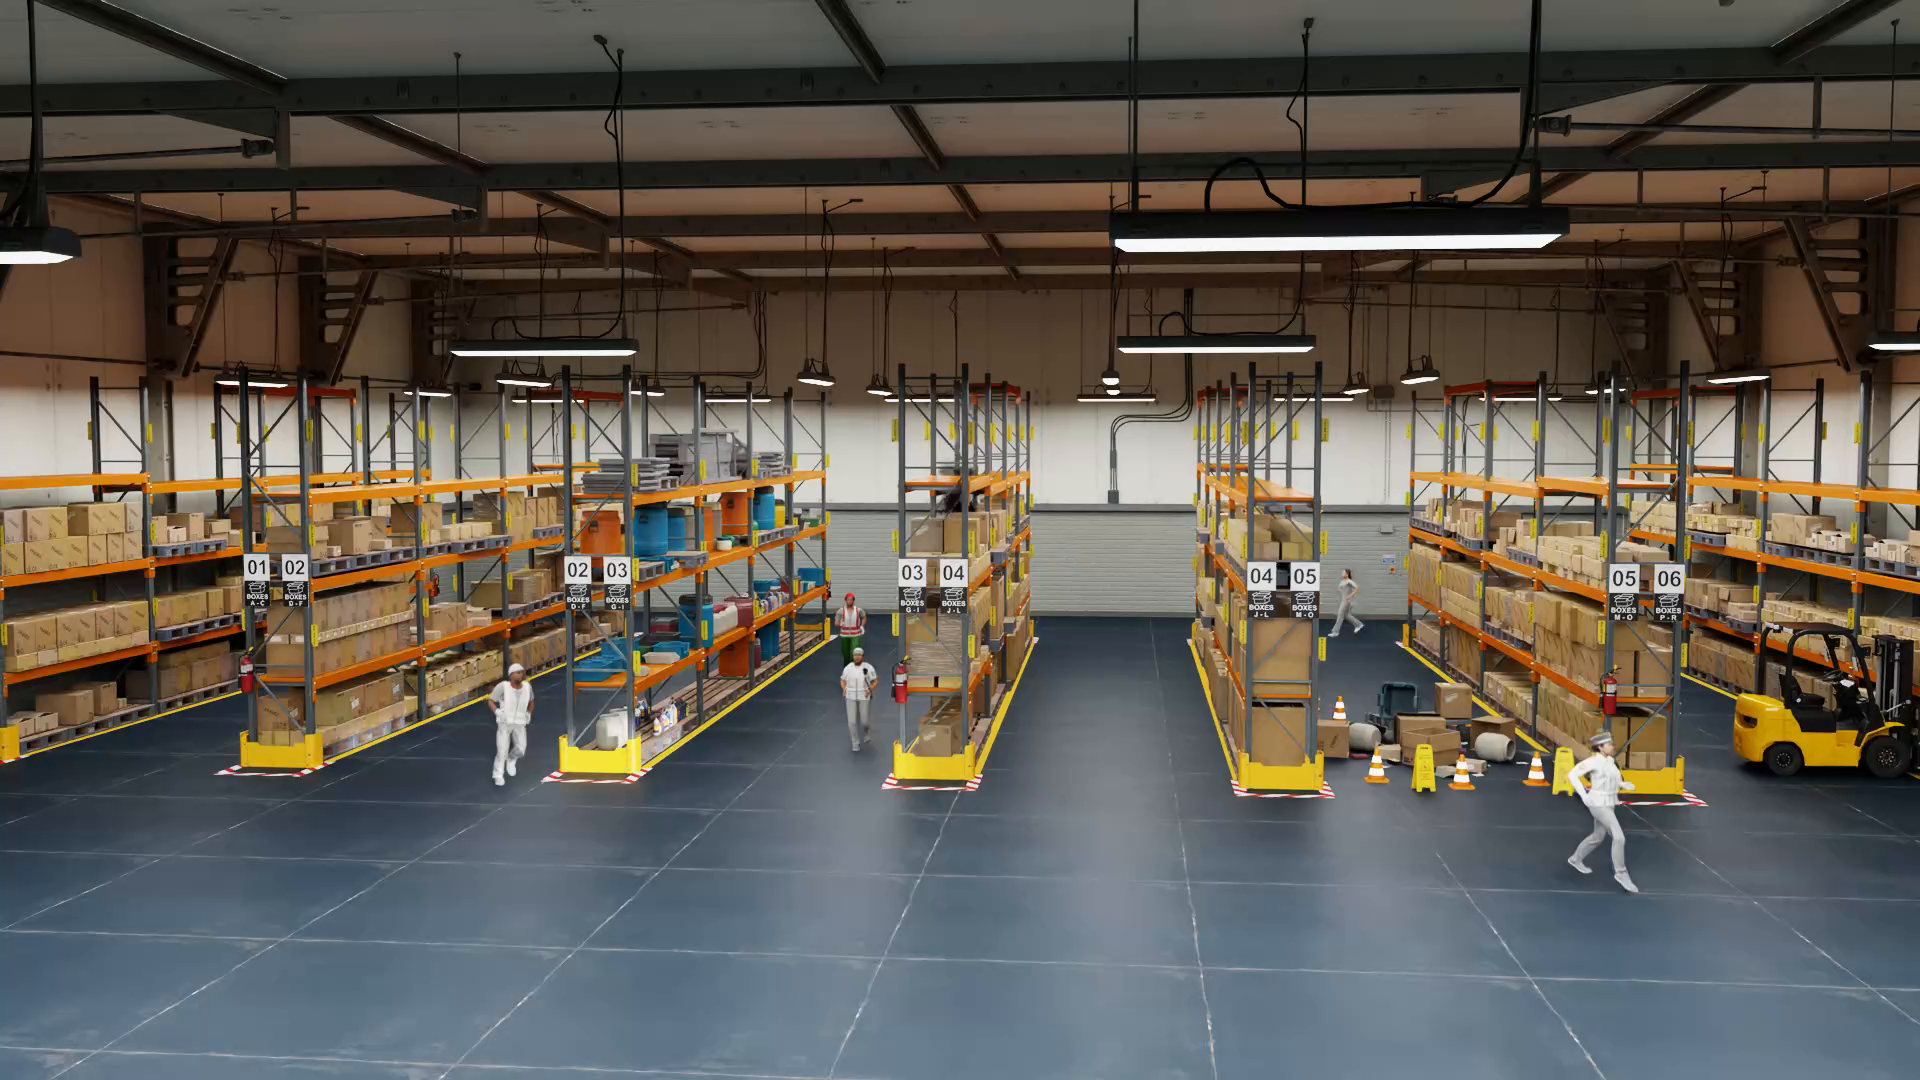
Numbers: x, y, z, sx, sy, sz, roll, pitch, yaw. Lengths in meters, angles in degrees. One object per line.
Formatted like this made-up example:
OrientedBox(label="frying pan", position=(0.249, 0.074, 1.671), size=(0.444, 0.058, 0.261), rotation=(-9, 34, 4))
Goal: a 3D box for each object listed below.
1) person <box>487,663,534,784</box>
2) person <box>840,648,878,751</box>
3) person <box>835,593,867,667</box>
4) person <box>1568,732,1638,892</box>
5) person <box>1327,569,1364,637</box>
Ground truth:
OrientedBox(label="person", position=(-6.421, 2.622, 23.893), size=(0.685, 1.701, 0.573), rotation=(-2, 4, -30))
OrientedBox(label="person", position=(-1.610, 2.505, 26.311), size=(0.605, 1.615, 0.559), rotation=(0, 4, 5))
OrientedBox(label="person", position=(-2.195, 1.972, 33.306), size=(0.632, 1.824, 0.705), rotation=(0, 4, -1))
OrientedBox(label="person", position=(7.154, 2.976, 18.457), size=(0.836, 1.711, 0.620), rotation=(4, 5, 45))
OrientedBox(label="person", position=(9.468, 1.534, 40.808), size=(0.943, 1.668, 0.567), rotation=(-1, 4, -8))
